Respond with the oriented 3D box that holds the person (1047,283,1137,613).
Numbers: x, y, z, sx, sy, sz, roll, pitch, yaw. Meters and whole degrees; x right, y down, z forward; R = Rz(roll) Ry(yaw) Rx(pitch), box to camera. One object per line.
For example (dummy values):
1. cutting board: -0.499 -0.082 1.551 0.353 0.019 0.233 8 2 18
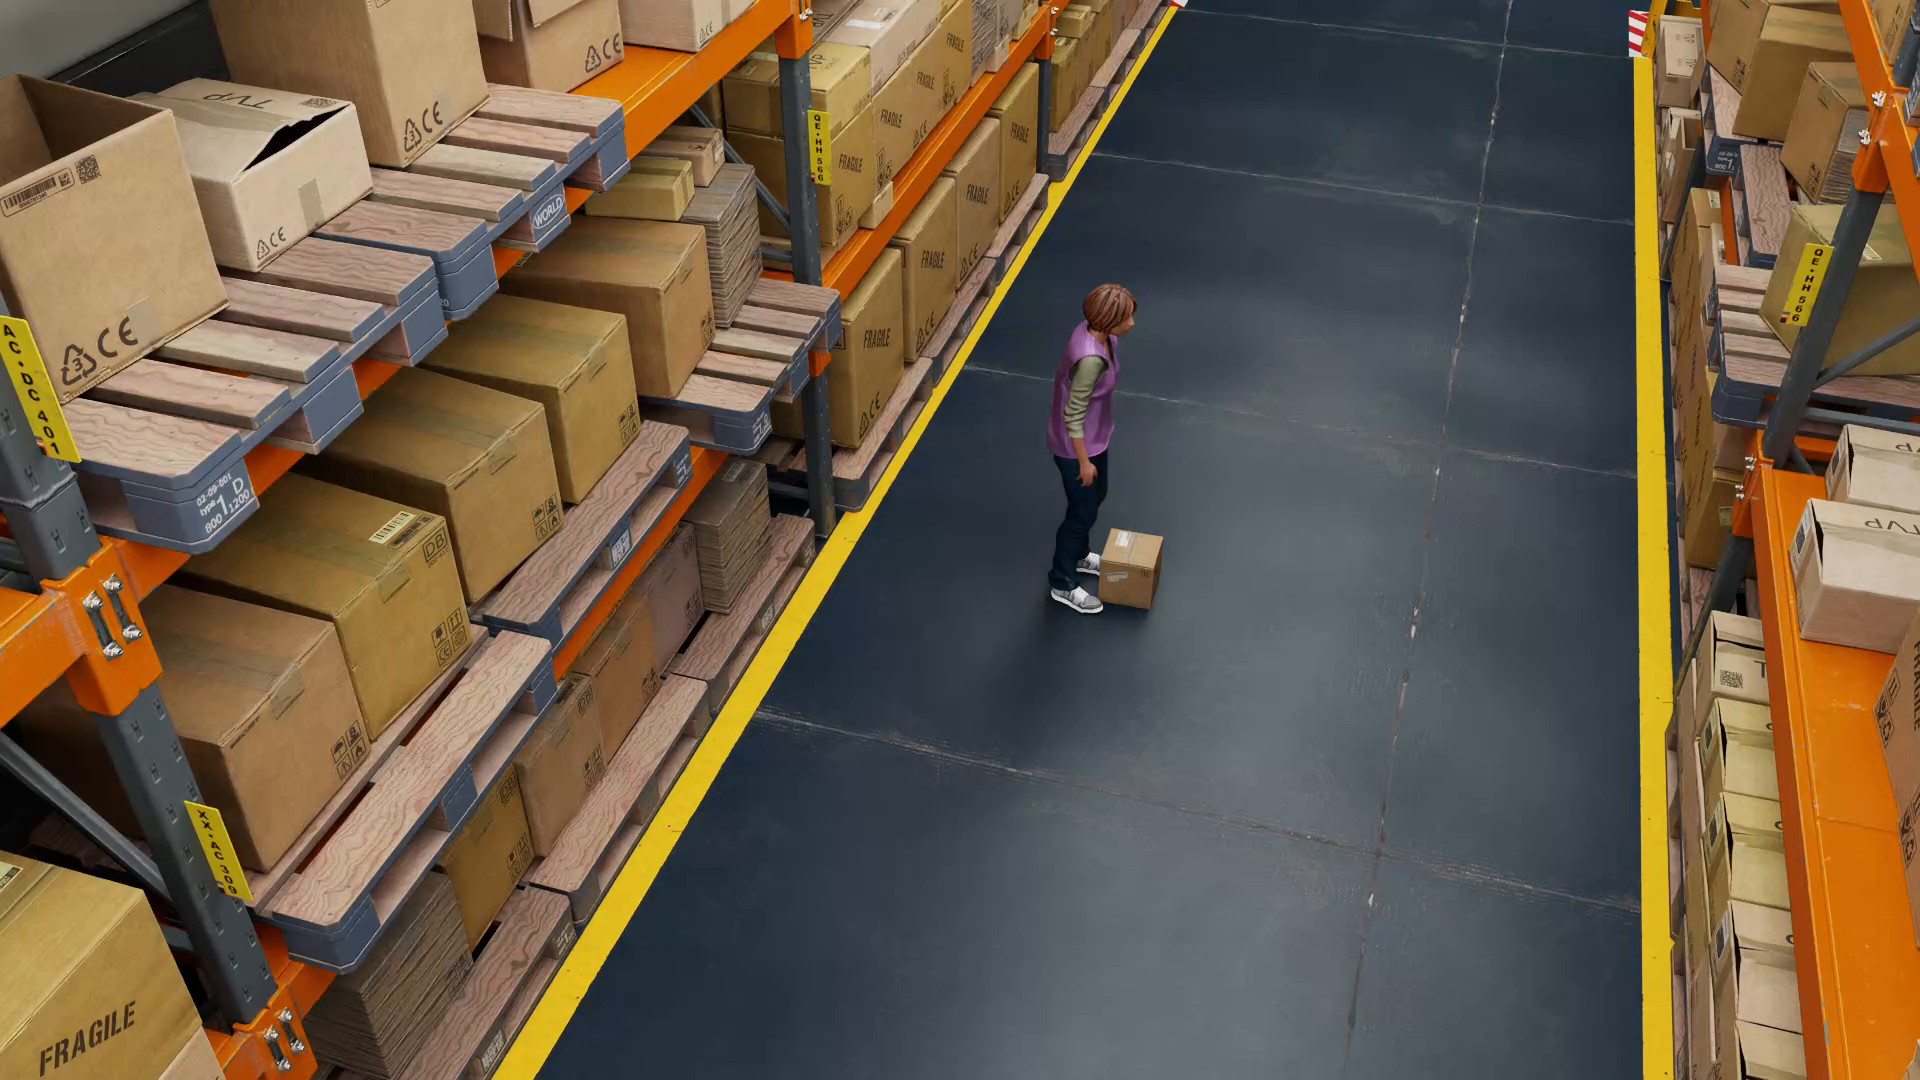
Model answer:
1. person: 0.571 -0.432 7.468 0.347 1.582 0.477 10 39 12
